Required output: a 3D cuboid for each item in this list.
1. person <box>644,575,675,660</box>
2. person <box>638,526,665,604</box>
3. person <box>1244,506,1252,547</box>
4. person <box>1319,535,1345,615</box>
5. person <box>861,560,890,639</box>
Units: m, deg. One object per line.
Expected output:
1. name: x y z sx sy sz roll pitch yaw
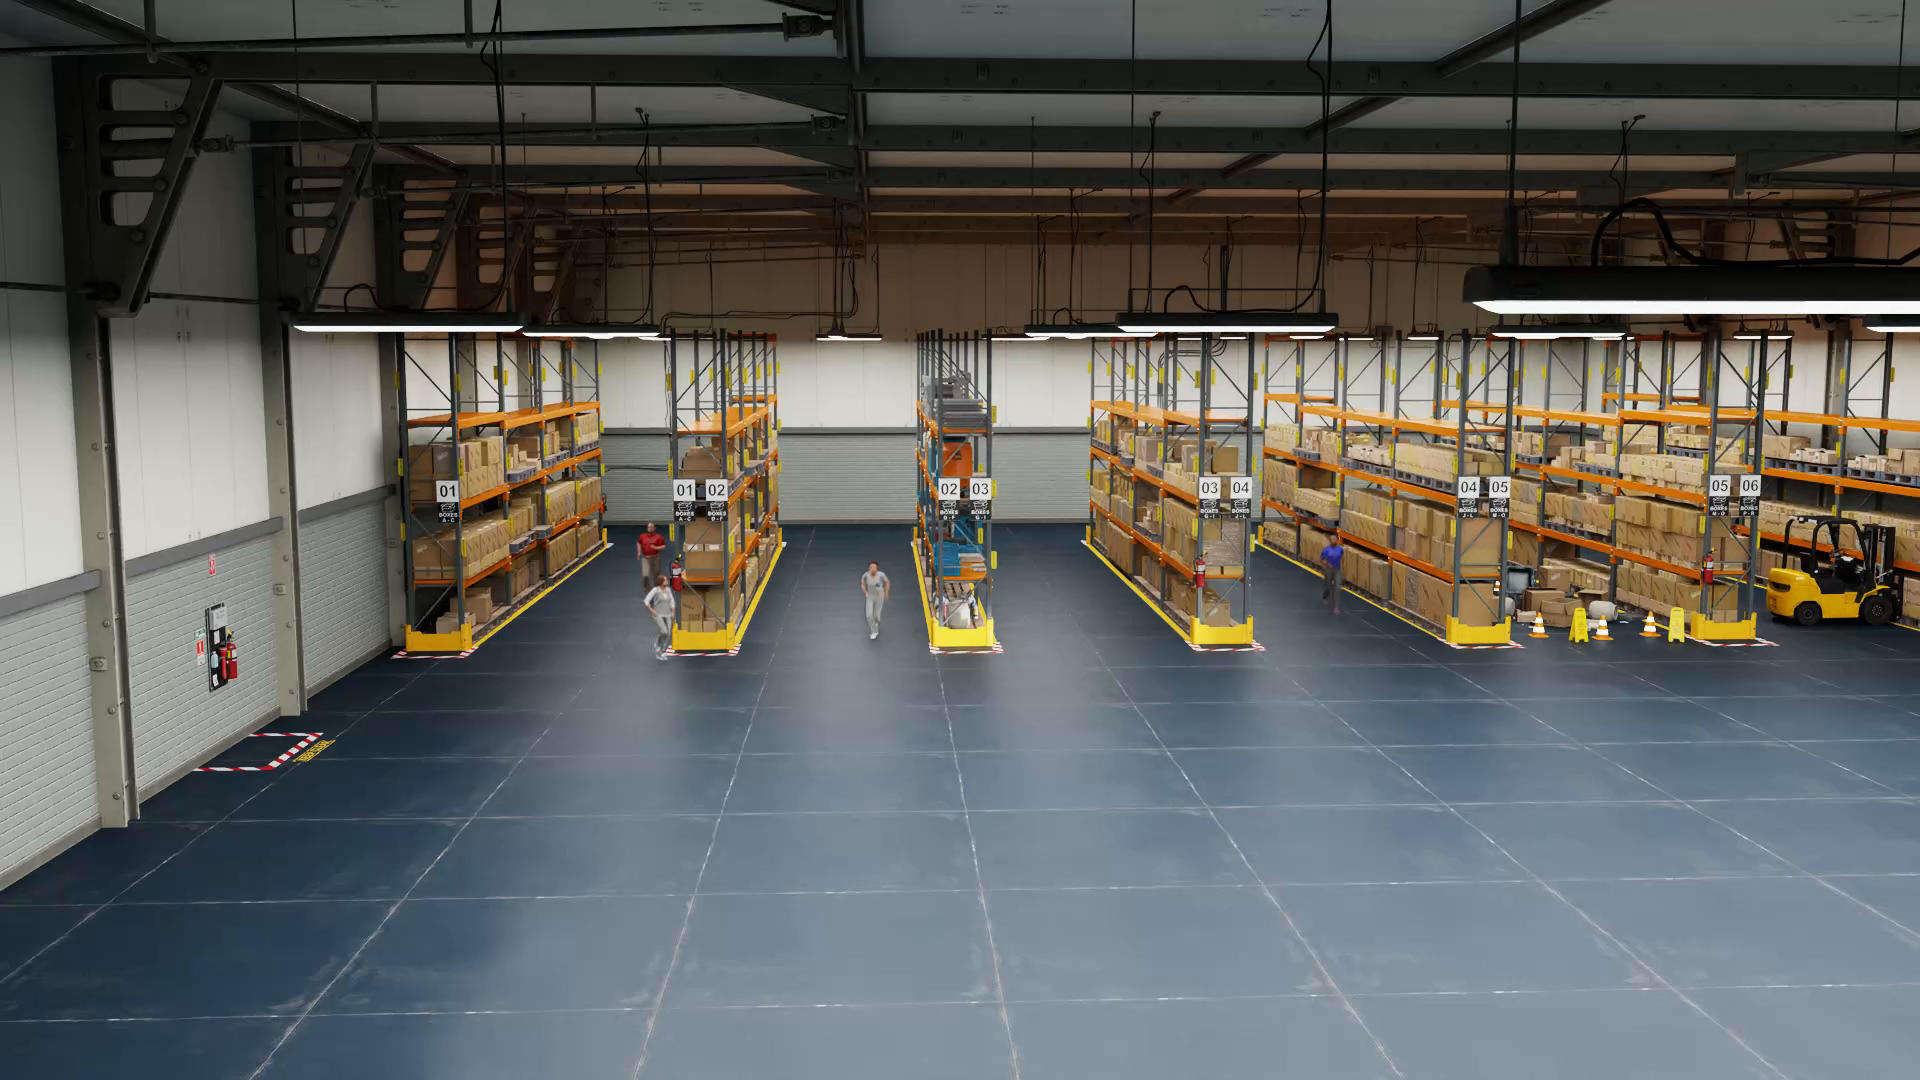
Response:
1. person: -5.379 1.408 30.147 0.563 1.564 0.472 -6 9 -40
2. person: -6.877 0.533 37.102 0.616 1.705 0.848 -1 7 -7
3. person: 7.678 -0.520 45.544 0.664 1.820 0.906 0 7 -4
4. person: 7.985 0.713 35.642 0.590 1.668 0.920 0 7 -2
5. person: -1.641 1.145 32.487 0.557 1.575 0.808 0 7 4
